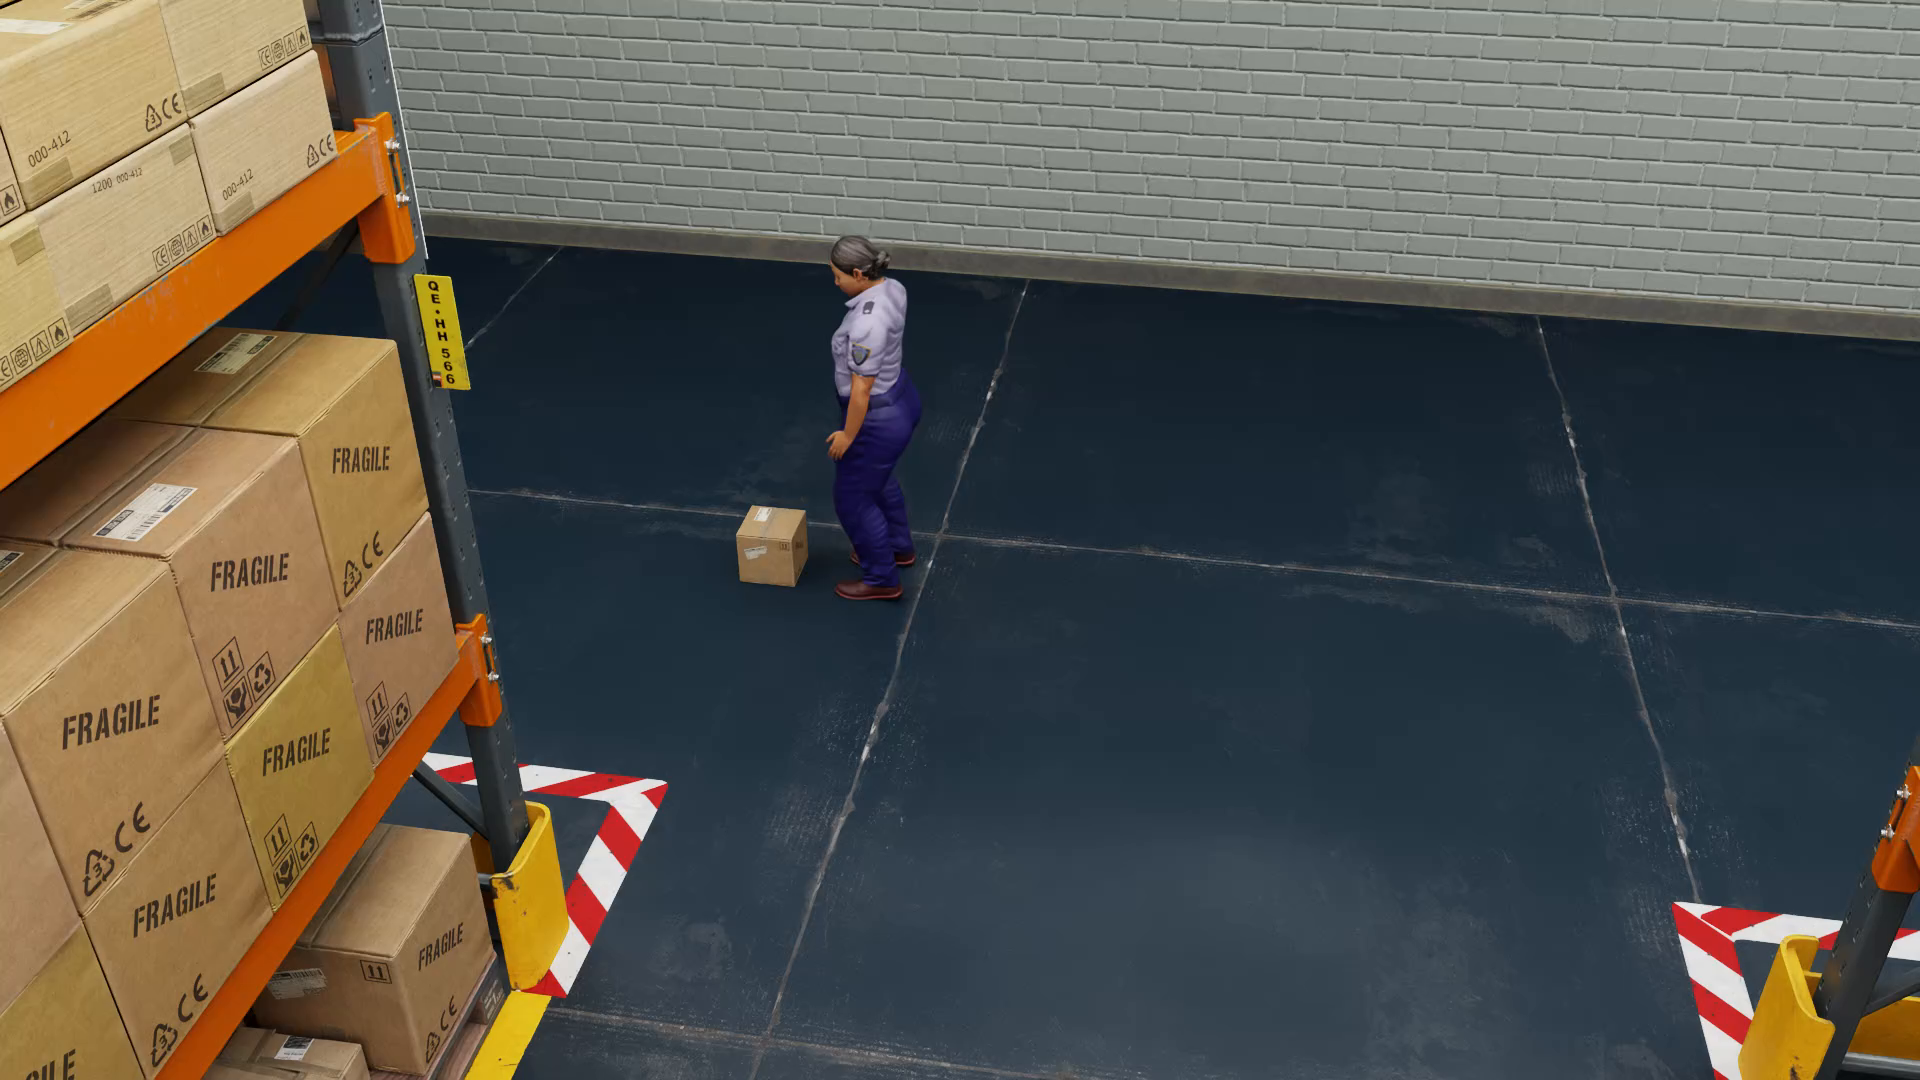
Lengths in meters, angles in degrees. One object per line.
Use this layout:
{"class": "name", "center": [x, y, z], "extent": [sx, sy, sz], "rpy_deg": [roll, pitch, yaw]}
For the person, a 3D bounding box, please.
{"class": "person", "center": [-0.357, -0.497, 6.955], "extent": [0.352, 1.631, 0.483], "rpy_deg": [6, 33, 9]}
